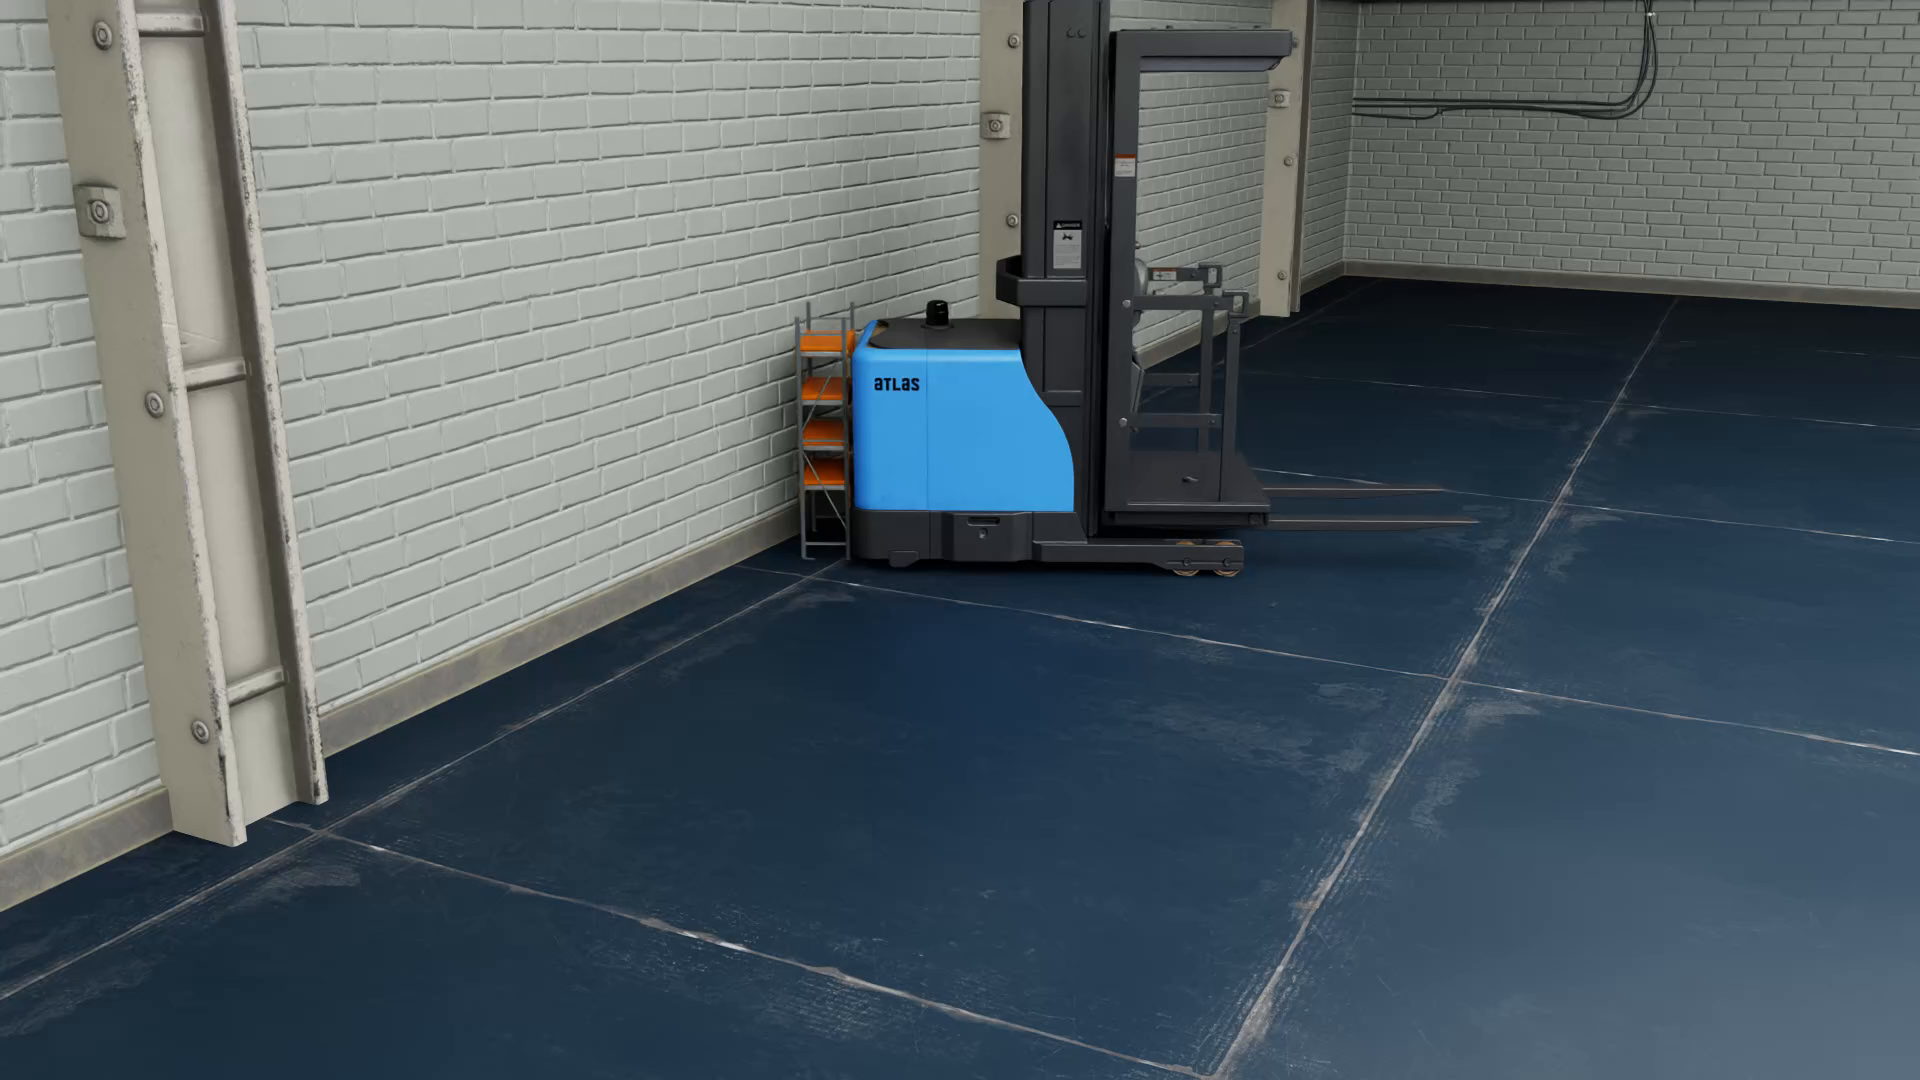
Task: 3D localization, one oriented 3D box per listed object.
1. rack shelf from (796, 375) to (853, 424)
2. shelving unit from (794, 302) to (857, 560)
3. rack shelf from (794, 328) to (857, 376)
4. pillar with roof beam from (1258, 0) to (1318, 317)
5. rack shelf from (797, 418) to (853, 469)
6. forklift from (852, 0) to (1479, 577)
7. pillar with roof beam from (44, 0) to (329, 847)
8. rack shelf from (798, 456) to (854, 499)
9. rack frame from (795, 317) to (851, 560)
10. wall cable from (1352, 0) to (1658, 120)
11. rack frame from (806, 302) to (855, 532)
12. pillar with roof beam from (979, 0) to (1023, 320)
[{"bbox_3d":[-0.655,-0.697,8.216,0.258,0.148,0.480,0,17,1],"label":"rack shelf"},{"bbox_3d":[-0.655,-0.547,8.260,0.258,1.200,0.503,0,17,1],"label":"shelving unit"},{"bbox_3d":[-0.655,-0.924,8.148,0.258,0.148,0.480,0,17,1],"label":"rack shelf"},{"bbox_3d":[6.869,-5.922,12.656,9.100,9.000,0.400,8,18,25],"label":"pillar with roof beam"},{"bbox_3d":[-0.655,-0.483,8.279,0.258,0.148,0.480,0,17,1],"label":"rack shelf"},{"bbox_3d":[1.005,-1.384,8.035,3.031,2.935,1.130,0,17,2],"label":"forklift"},{"bbox_3d":[1.507,-2.865,2.365,9.100,9.000,0.400,8,18,25],"label":"pillar with roof beam"},{"bbox_3d":[-0.655,-0.293,8.336,0.258,0.148,0.480,0,17,1],"label":"rack shelf"},{"bbox_3d":[-0.659,-0.478,8.026,0.240,1.200,0.015,0,17,1],"label":"rack frame"},{"bbox_3d":[5.517,-5.563,16.902,3.097,2.526,0.112,8,18,25],"label":"wall cable"},{"bbox_3d":[-0.650,-0.617,8.494,0.240,1.200,0.015,0,17,1],"label":"rack frame"},{"bbox_3d":[4.188,-4.393,7.511,9.100,9.000,0.400,8,18,25],"label":"pillar with roof beam"}]
